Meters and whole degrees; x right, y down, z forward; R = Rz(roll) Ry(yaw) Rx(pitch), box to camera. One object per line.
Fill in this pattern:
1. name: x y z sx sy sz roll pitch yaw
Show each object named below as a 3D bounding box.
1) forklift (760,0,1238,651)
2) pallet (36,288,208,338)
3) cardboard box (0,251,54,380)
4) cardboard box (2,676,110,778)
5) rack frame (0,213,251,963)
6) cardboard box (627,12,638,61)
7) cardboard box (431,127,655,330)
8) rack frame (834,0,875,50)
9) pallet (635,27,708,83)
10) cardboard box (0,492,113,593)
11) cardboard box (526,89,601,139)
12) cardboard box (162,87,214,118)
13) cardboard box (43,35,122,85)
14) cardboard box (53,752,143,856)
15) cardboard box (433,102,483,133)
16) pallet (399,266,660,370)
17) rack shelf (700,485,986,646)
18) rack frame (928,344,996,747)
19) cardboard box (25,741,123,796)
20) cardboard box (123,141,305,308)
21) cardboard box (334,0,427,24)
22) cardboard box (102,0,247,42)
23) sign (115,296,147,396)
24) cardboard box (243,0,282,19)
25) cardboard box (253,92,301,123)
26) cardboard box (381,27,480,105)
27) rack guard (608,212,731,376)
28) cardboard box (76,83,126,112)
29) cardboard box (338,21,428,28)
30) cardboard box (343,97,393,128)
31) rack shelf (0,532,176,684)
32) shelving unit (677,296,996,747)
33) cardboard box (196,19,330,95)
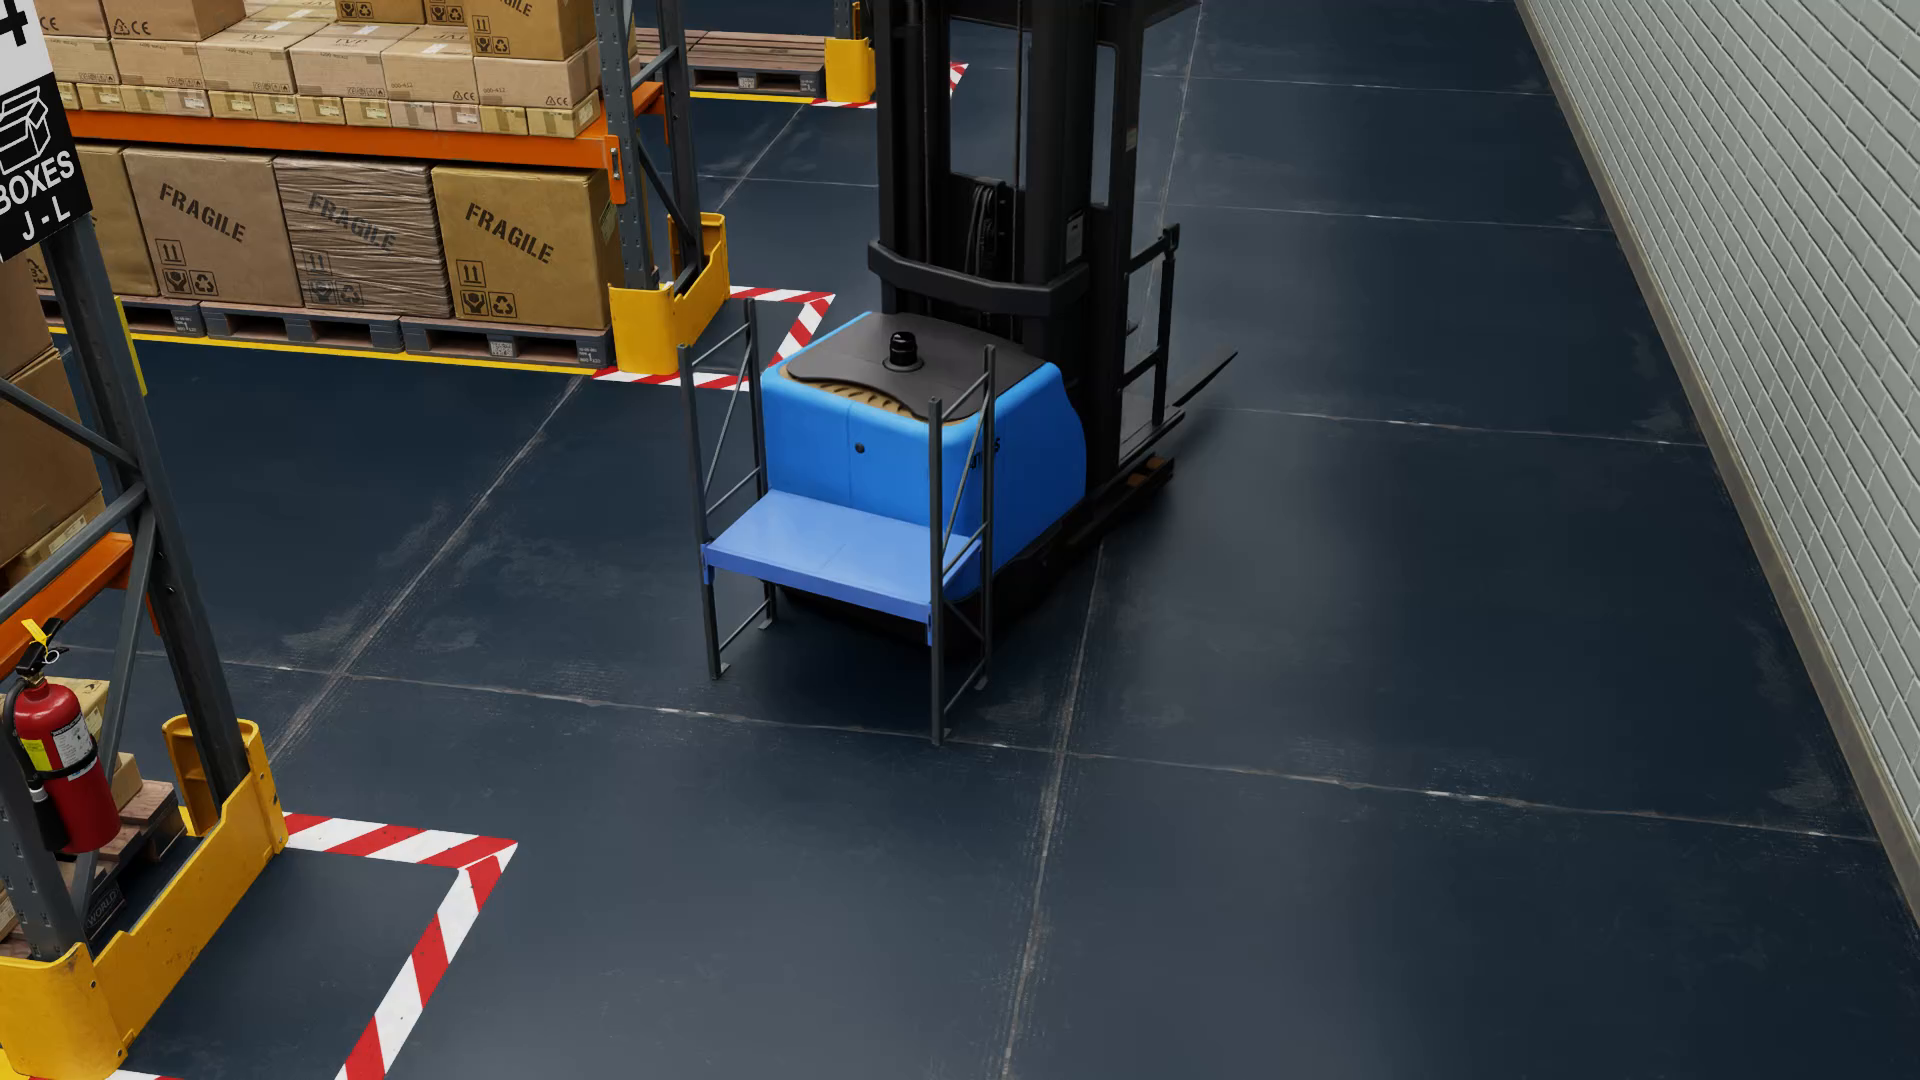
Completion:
1. forklift: 0.389 -1.523 7.420 1.130 2.935 3.031 19 37 28
2. pallet: -4.885 -1.566 10.053 1.213 0.211 1.003 5 32 8
3. cardboard box: -3.010 -0.686 4.702 0.500 0.500 0.500 5 32 8
4. cardboard box: -3.071 0.639 5.632 0.250 0.149 0.380 4 32 6
5. rack frame: -2.612 0.085 4.787 0.127 3.000 1.000 5 32 8
6. cardboard box: -2.106 -2.746 9.172 0.500 0.250 0.500 4 32 7
7. cardboard box: -2.322 -1.793 9.393 0.875 0.875 0.875 5 32 8
8. rack frame: -0.845 -5.090 13.055 0.127 3.000 1.000 5 32 8
9. pallet: -2.850 -4.112 14.121 1.213 0.211 1.003 5 32 8
10. cardboard box: -2.876 -0.009 5.173 0.250 0.149 0.380 5 32 8
11. cardboard box: -2.084 -2.253 8.759 0.250 0.149 0.380 6 33 9
12. cardboard box: -4.108 -2.435 9.049 0.250 0.149 0.380 6 32 9
13. cardboard box: -4.712 -2.693 9.087 0.500 0.250 0.500 5 32 8
14. cardboard box: -3.075 0.901 5.774 0.250 0.149 0.380 6 33 9
15. cardboard box: -2.589 -2.298 8.832 0.250 0.149 0.380 5 32 8
16. pallet: -2.479 -1.348 9.705 1.213 0.211 1.003 5 32 8
17. rack shelf: -0.450 0.084 6.541 1.000 0.185 0.538 14 35 21
18. rack frame: 0.011 0.046 6.264 0.032 1.500 0.500 14 35 21
19. cardboard box: -3.085 0.808 5.642 0.250 0.149 0.380 6 33 10
20. cardboard box: -4.097 -1.953 9.650 0.875 0.875 0.875 5 32 8
21. cardboard box: -3.110 -3.152 9.113 0.500 0.500 0.500 4 32 7
22. cardboard box: -4.194 -2.969 8.820 0.500 0.500 0.500 4 32 7
23. sign: -2.521 -0.566 5.010 0.005 0.325 0.100 5 32 8
24. cardboard box: -4.128 -2.927 9.460 0.500 0.250 0.500 6 33 9
25. cardboard box: -3.591 -2.390 8.977 0.250 0.149 0.380 6 33 9
26. cardboard box: -2.700 -2.512 8.798 0.500 0.250 0.500 5 32 7
27. rack guard: -1.654 -1.438 9.576 0.348 0.500 1.175 5 32 8
28. cardboard box: -4.607 -2.481 9.123 0.250 0.149 0.380 4 32 7
29. cardboard box: -3.114 -2.836 9.315 0.500 0.250 0.500 4 32 7
30. cardboard box: -3.091 -2.343 8.903 0.250 0.149 0.380 4 32 7
31. rack shelf: -4.584 0.212 5.263 4.000 0.370 1.077 5 32 8
32. shelving unit: -0.450 -0.068 6.446 1.048 1.500 0.538 14 35 21
33. cardboard box: -3.716 -2.602 8.941 0.500 0.250 0.500 5 32 8
